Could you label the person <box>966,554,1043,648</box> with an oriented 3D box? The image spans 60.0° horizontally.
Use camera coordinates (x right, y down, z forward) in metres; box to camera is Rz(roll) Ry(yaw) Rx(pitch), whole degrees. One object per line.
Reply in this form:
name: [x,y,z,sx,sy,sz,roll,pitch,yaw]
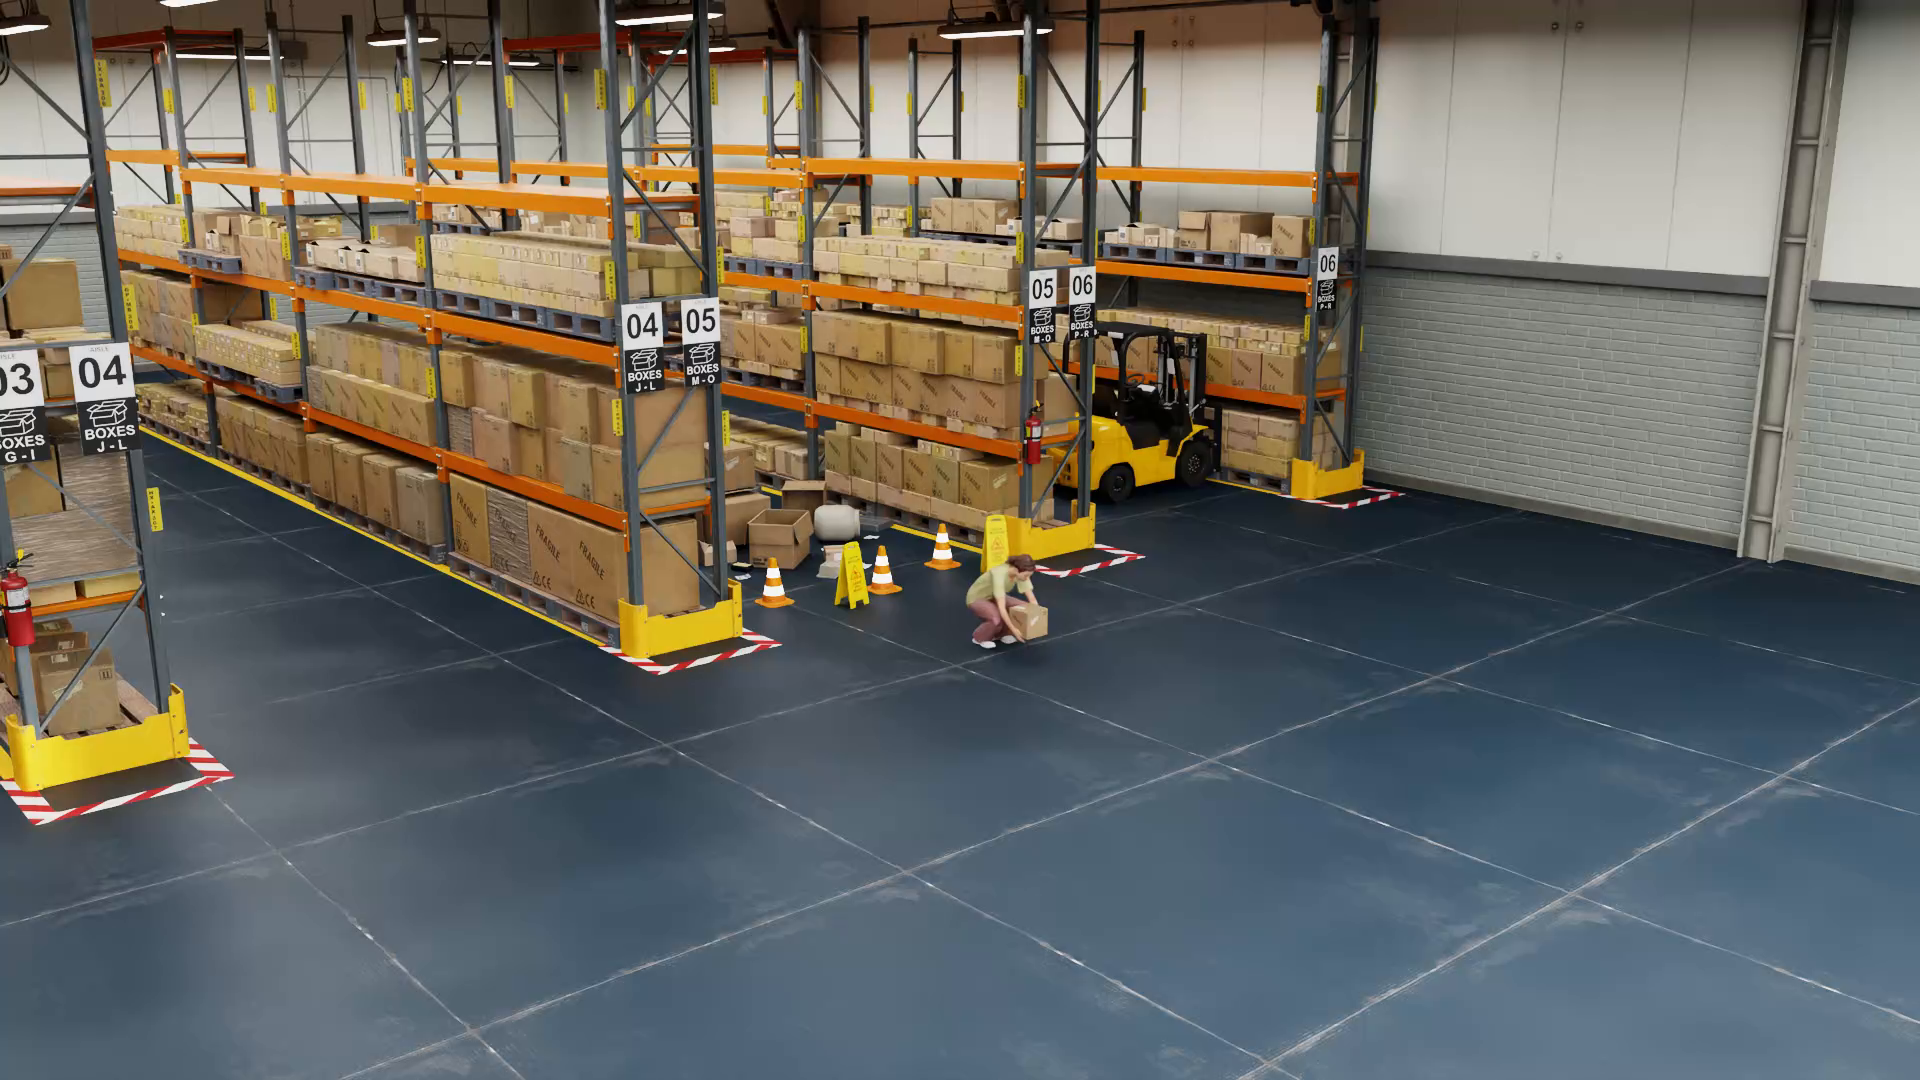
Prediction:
person: [0.415,0.545,15.388,0.482,0.928,0.806,-12,18,-39]
